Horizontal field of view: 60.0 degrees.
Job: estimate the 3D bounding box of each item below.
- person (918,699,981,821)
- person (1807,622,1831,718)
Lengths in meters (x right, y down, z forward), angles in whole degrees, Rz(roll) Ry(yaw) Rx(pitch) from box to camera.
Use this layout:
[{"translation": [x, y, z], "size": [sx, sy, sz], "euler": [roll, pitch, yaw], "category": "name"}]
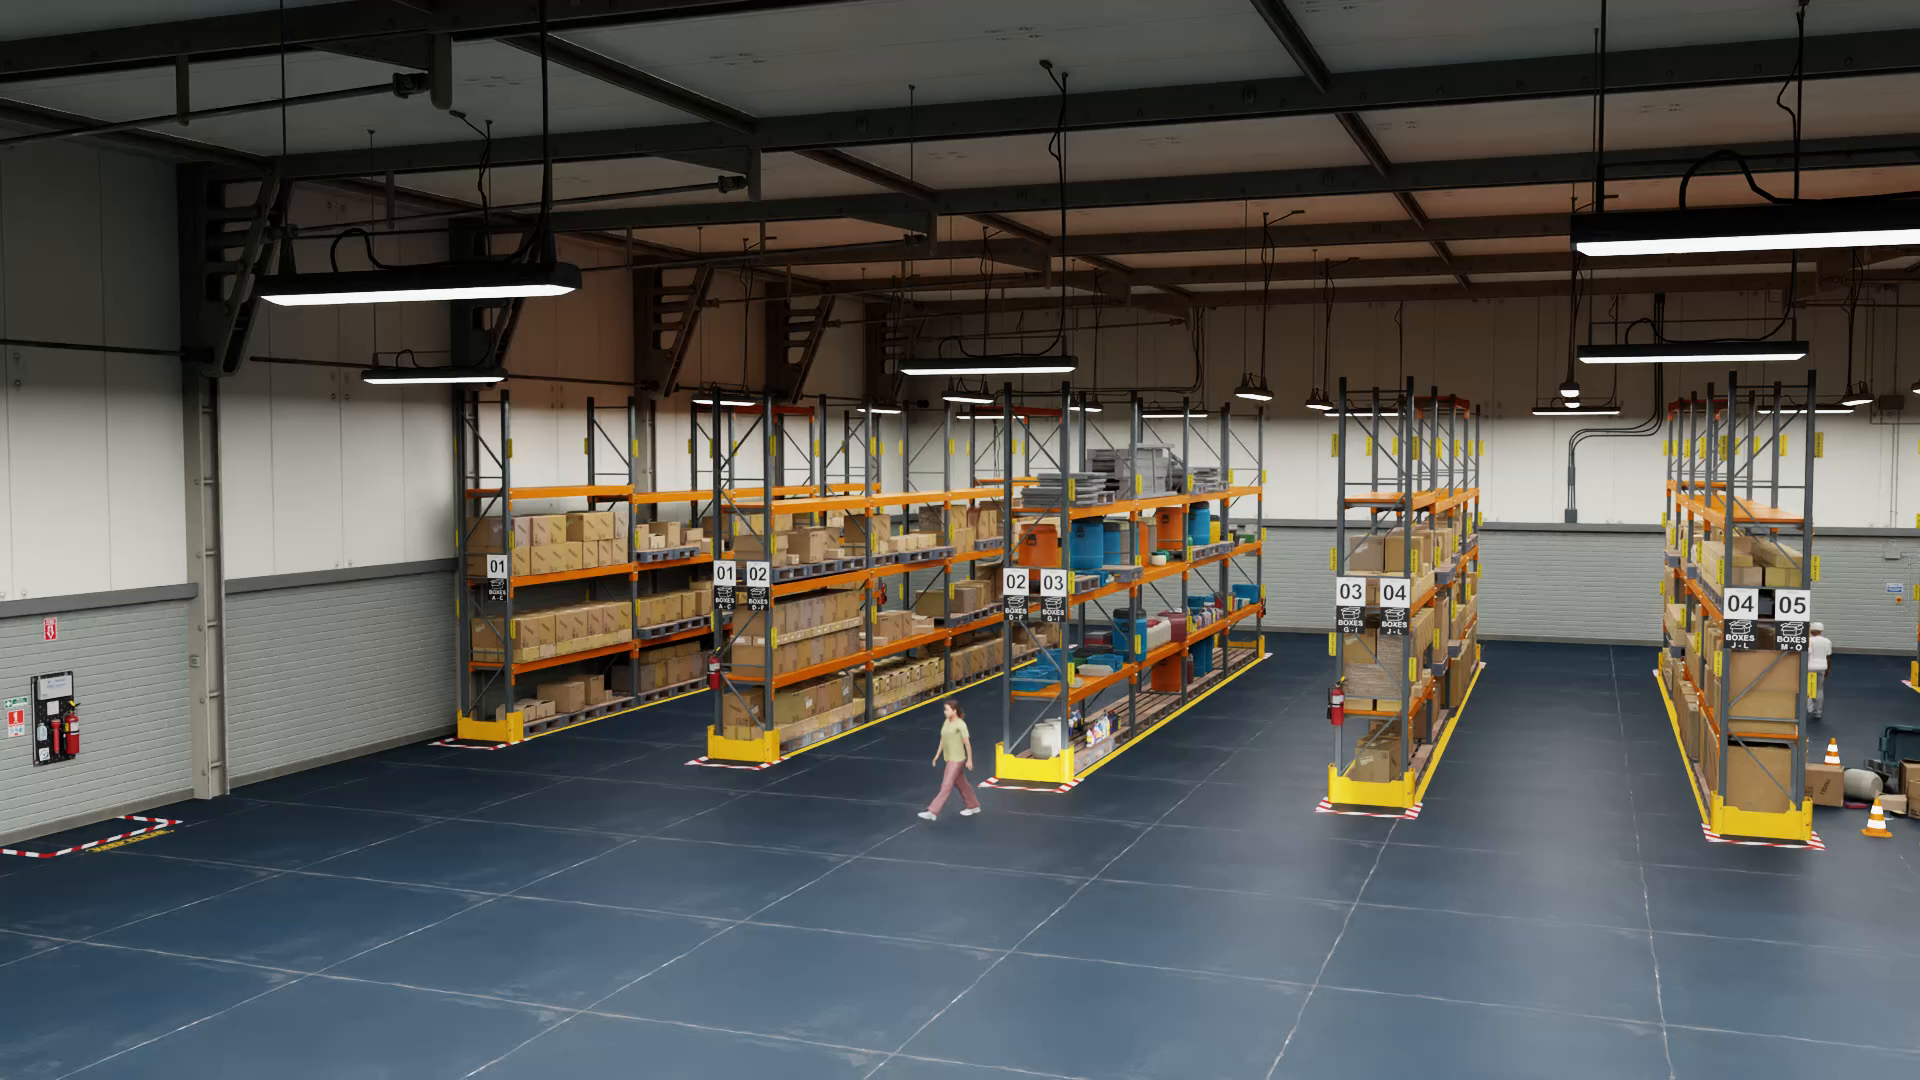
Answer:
[{"translation": [-0.165, 2.943, 22.342], "size": [1.070, 1.611, 0.472], "euler": [-2, 4, -29], "category": "person"}, {"translation": [15.913, 2.419, 30.897], "size": [0.568, 1.774, 0.509], "euler": [0, 3, 5], "category": "person"}]
